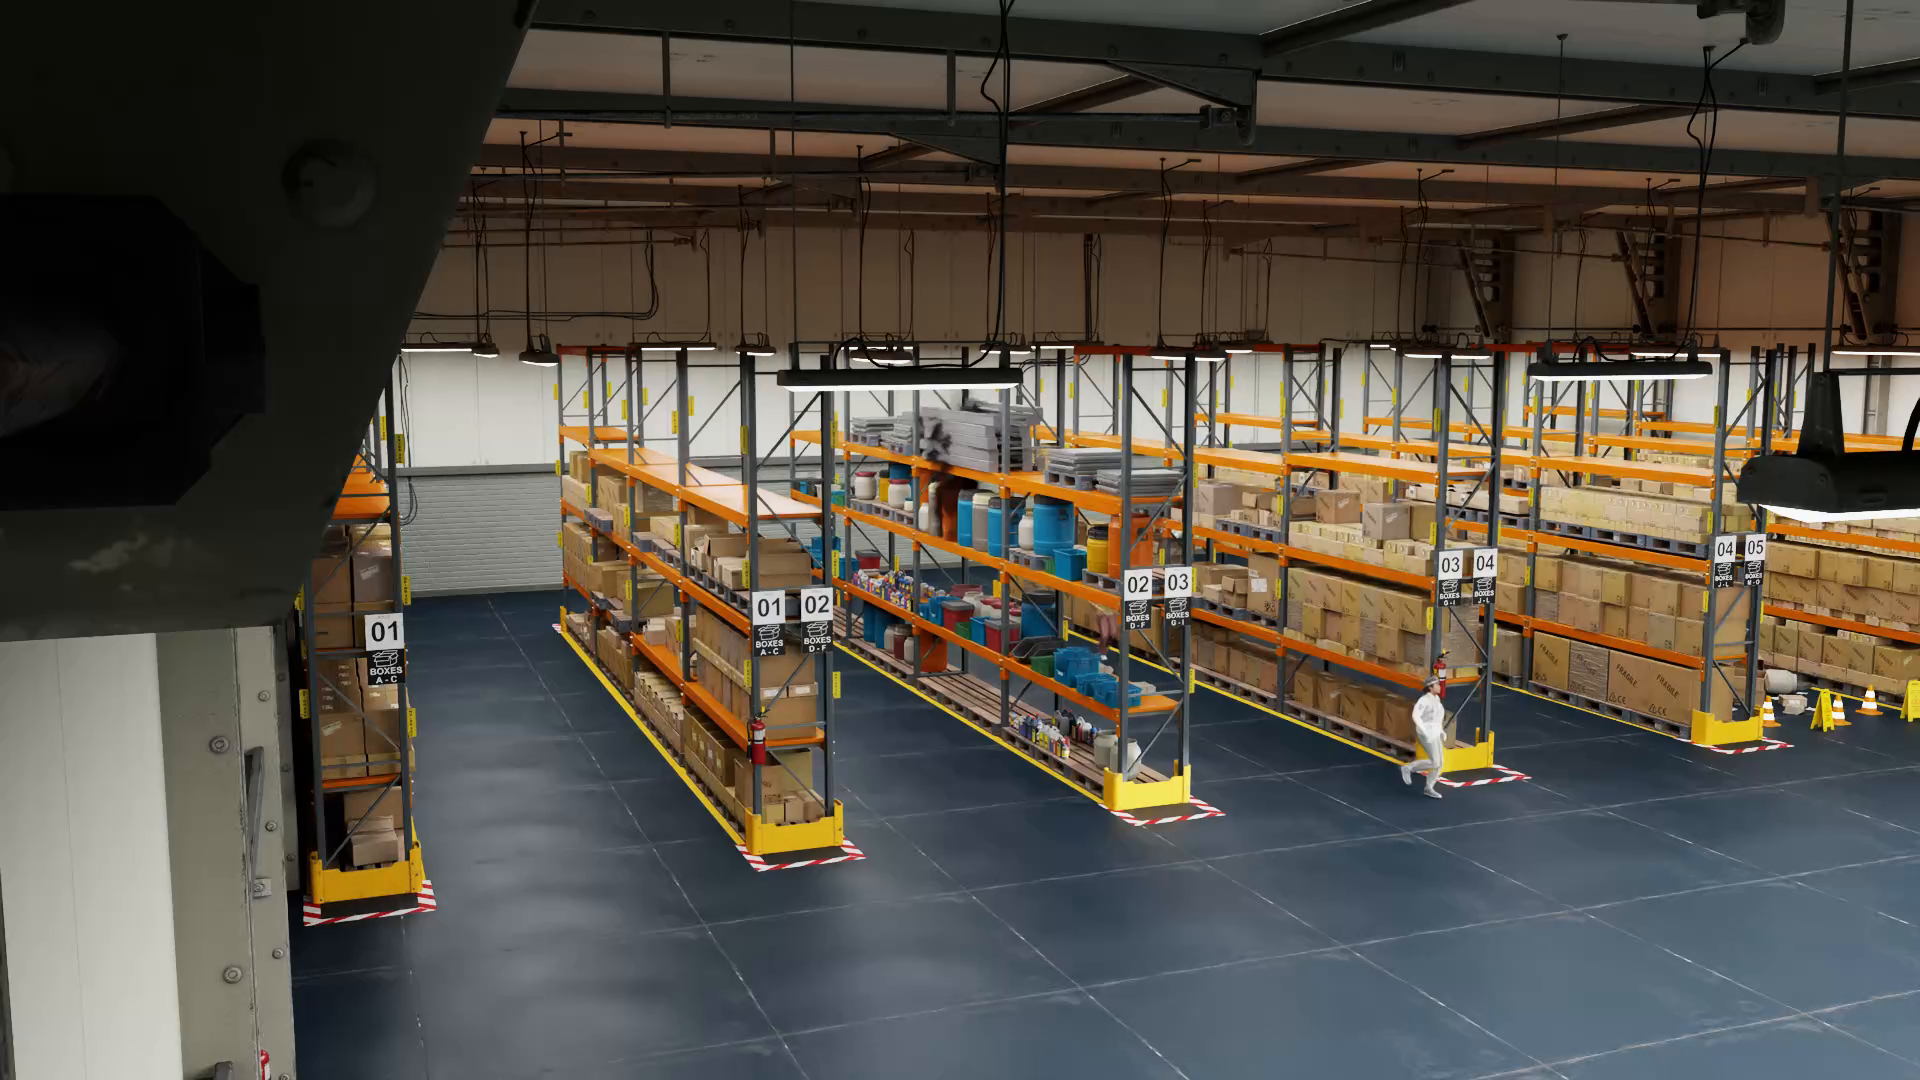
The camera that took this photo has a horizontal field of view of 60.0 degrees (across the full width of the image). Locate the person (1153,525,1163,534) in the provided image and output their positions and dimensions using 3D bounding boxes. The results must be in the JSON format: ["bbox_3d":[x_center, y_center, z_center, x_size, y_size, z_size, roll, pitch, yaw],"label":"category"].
[{"bbox_3d":[4.760,0.393,40.468,0.628,1.689,0.647,3,8,25],"label":"person"}]

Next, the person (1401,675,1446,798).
[{"bbox_3d":[6.414,2.646,22.727,0.600,1.624,0.659,6,9,38],"label":"person"}]

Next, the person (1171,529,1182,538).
[{"bbox_3d":[5.366,0.245,41.558,0.718,1.683,0.763,-2,8,-15],"label":"person"}]

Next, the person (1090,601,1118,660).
[{"bbox_3d":[2.659,1.377,30.458,0.610,1.630,0.524,-3,8,-23],"label":"person"}]
